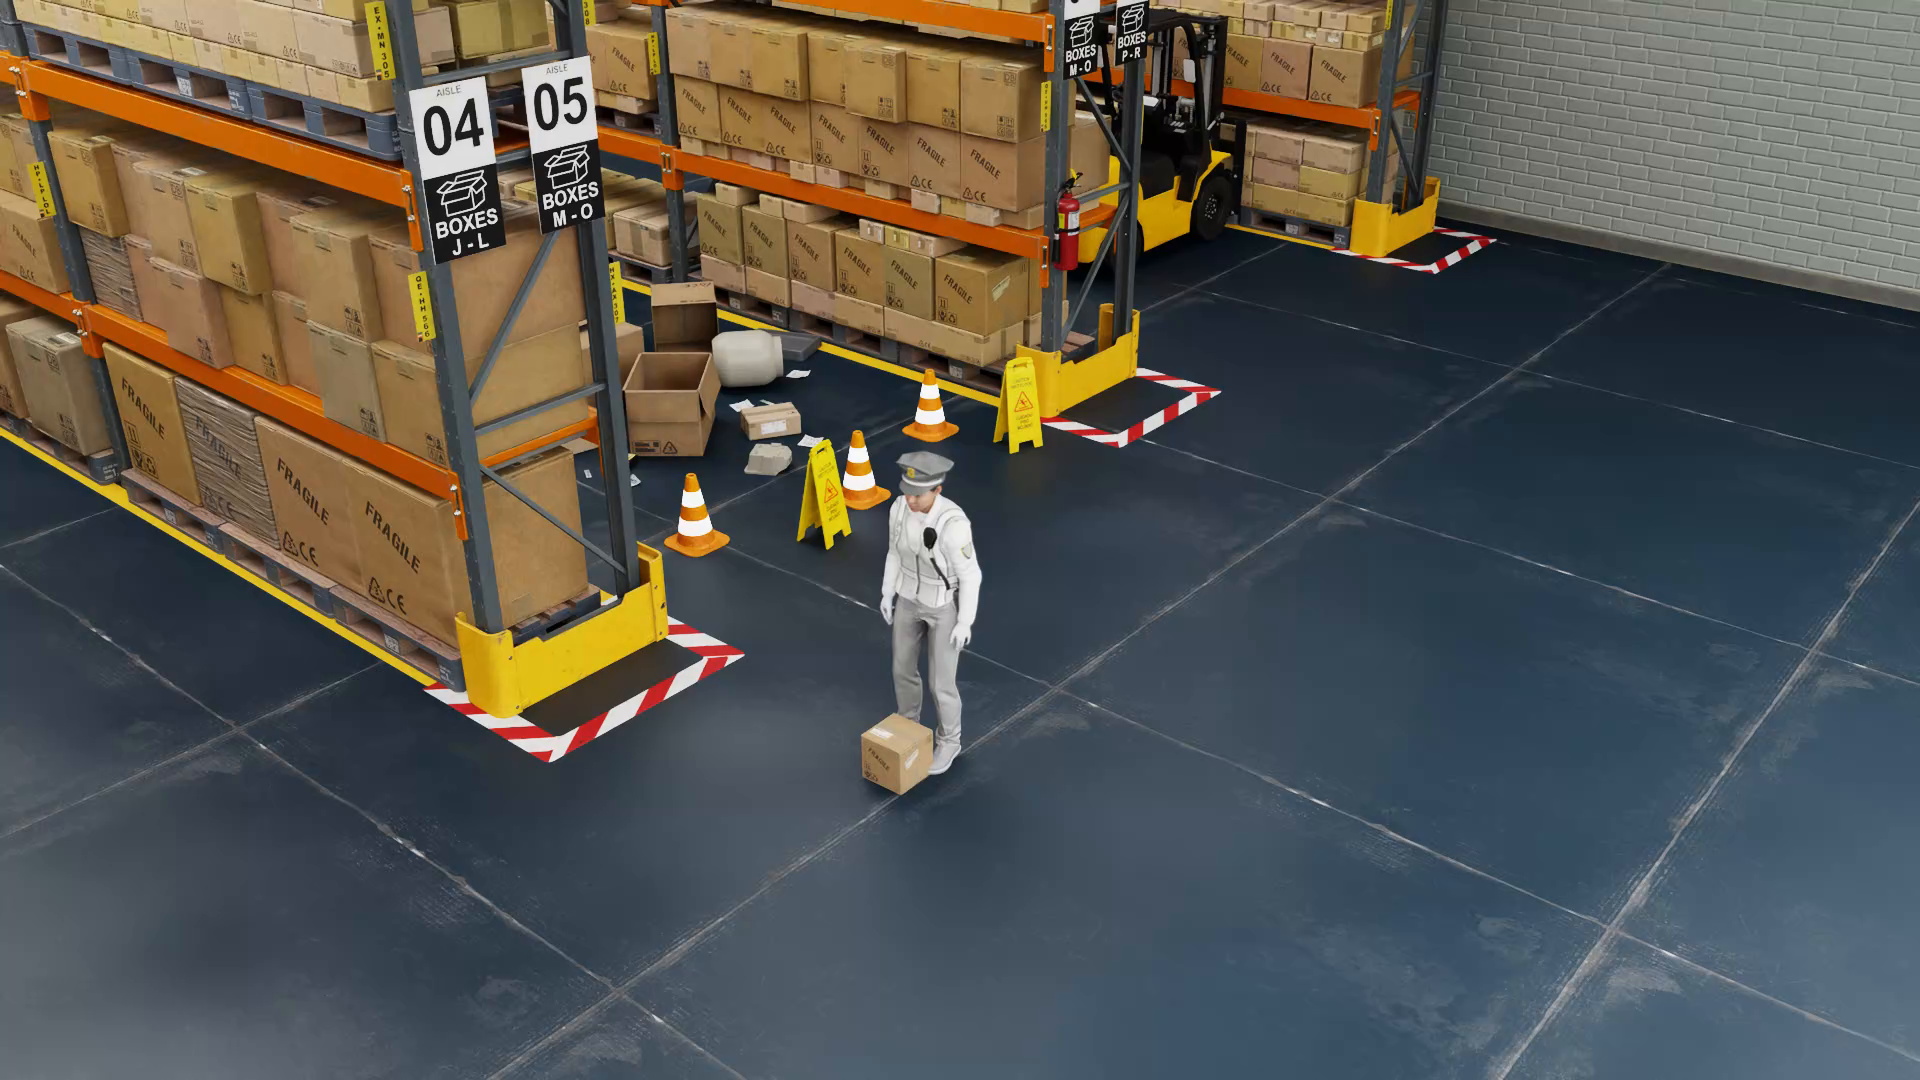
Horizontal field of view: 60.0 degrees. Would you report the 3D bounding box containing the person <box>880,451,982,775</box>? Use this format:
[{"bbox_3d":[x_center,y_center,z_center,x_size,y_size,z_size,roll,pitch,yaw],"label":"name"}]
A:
[{"bbox_3d":[-0.154,0.332,7.979,0.539,1.662,0.373,19,33,32],"label":"person"}]
